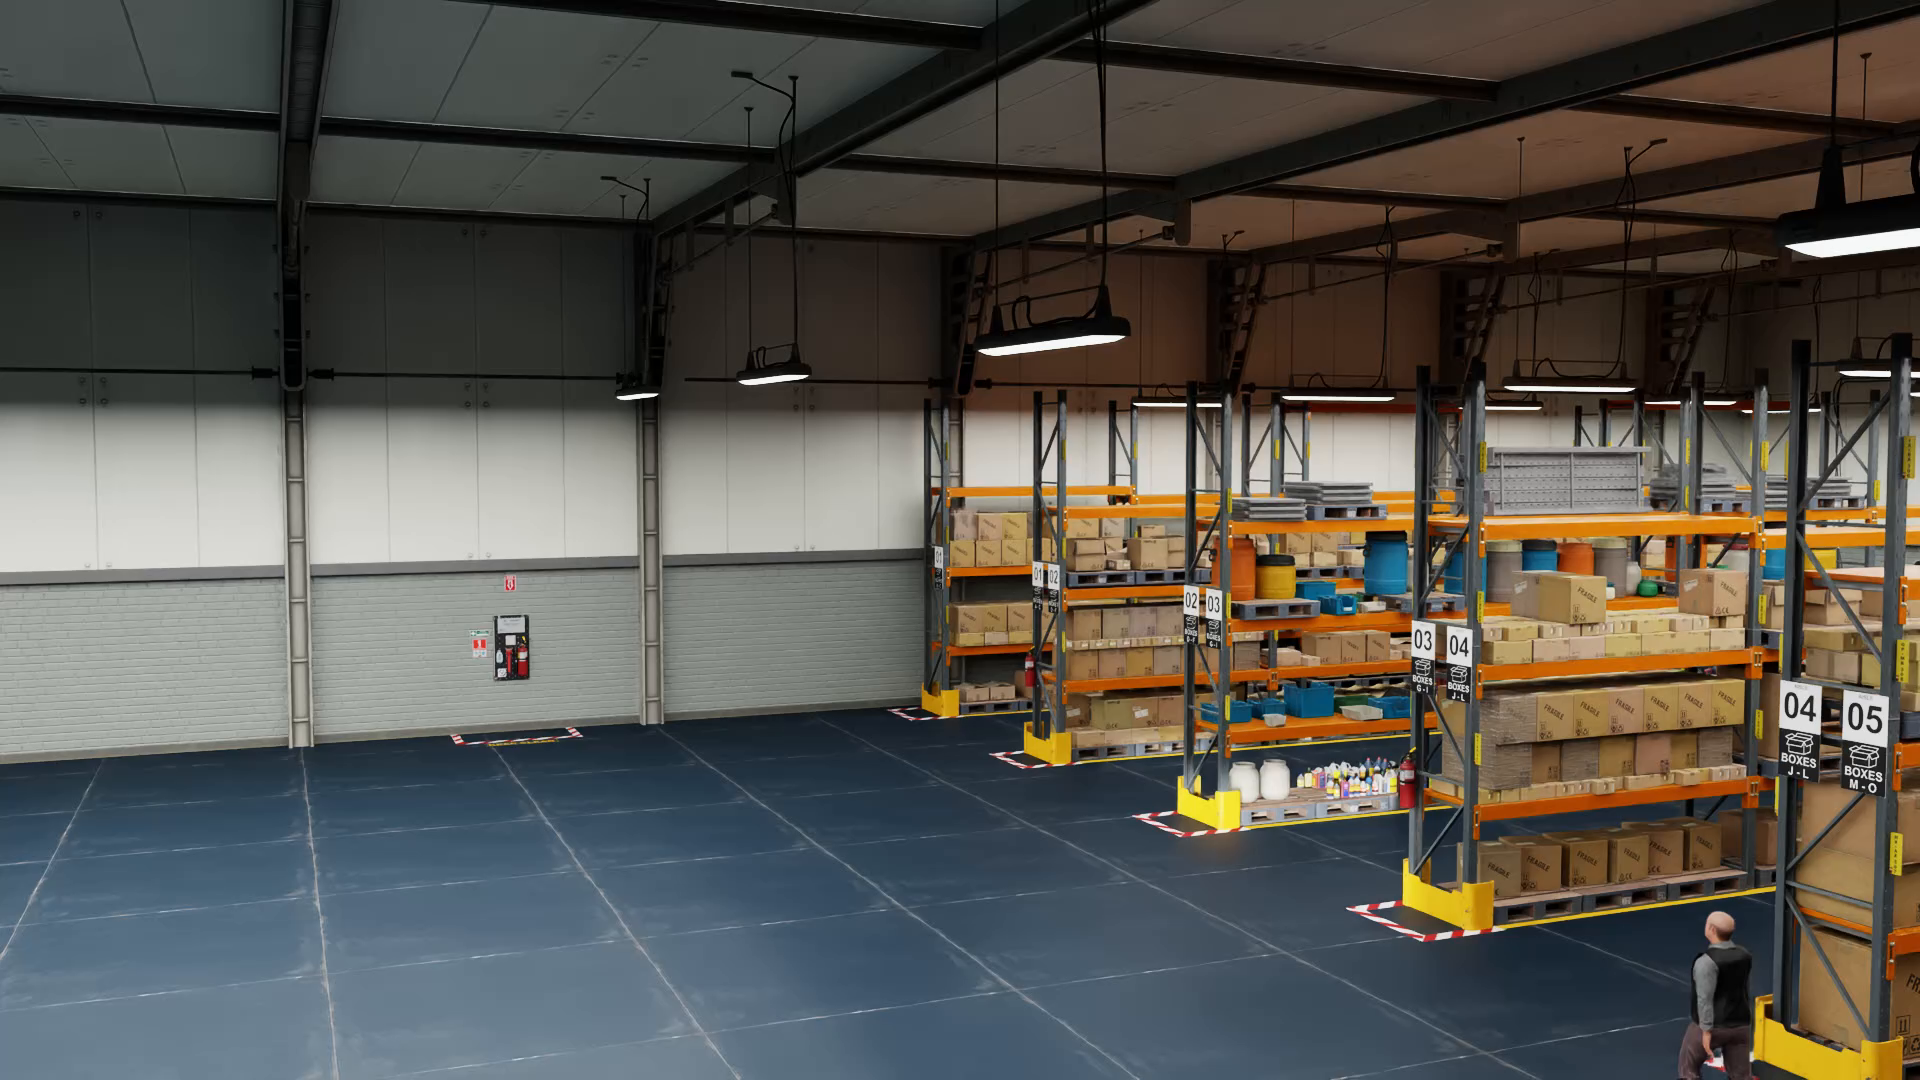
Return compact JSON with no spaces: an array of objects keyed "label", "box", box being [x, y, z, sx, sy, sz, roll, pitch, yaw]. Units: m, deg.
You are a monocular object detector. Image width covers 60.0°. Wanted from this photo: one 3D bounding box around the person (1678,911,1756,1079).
[{"label":"person","box":[5.640,3.593,12.290,0.537,1.686,0.999,-1,4,-22]}]
